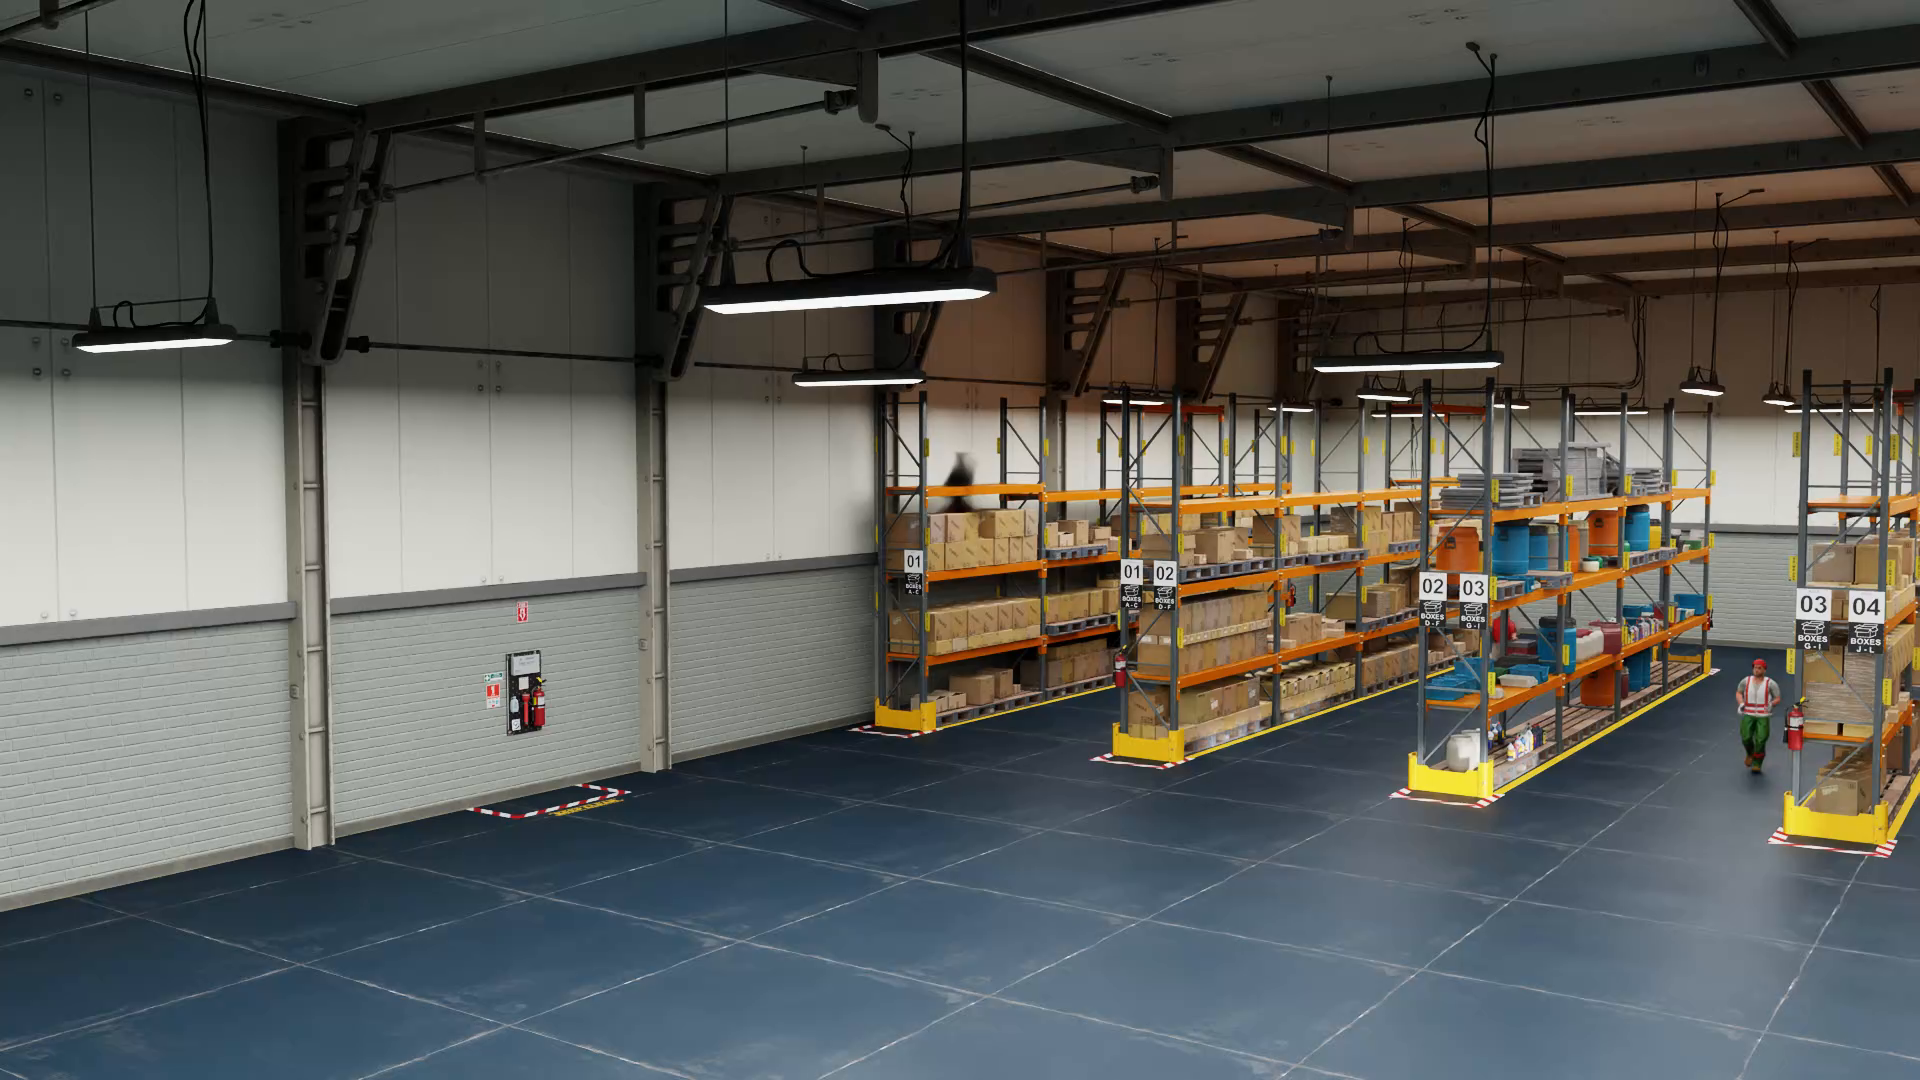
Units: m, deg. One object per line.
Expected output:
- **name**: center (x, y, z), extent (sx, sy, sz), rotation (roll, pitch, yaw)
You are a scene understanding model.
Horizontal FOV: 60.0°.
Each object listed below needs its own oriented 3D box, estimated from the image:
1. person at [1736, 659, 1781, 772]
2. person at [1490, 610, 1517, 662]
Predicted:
- **person**: center (12.256, 2.707, 25.572), extent (0.640, 1.743, 0.610), rotation (2, 4, 31)
- **person**: center (11.272, 2.241, 34.591), extent (0.670, 1.682, 0.804), rotation (3, 4, 40)
